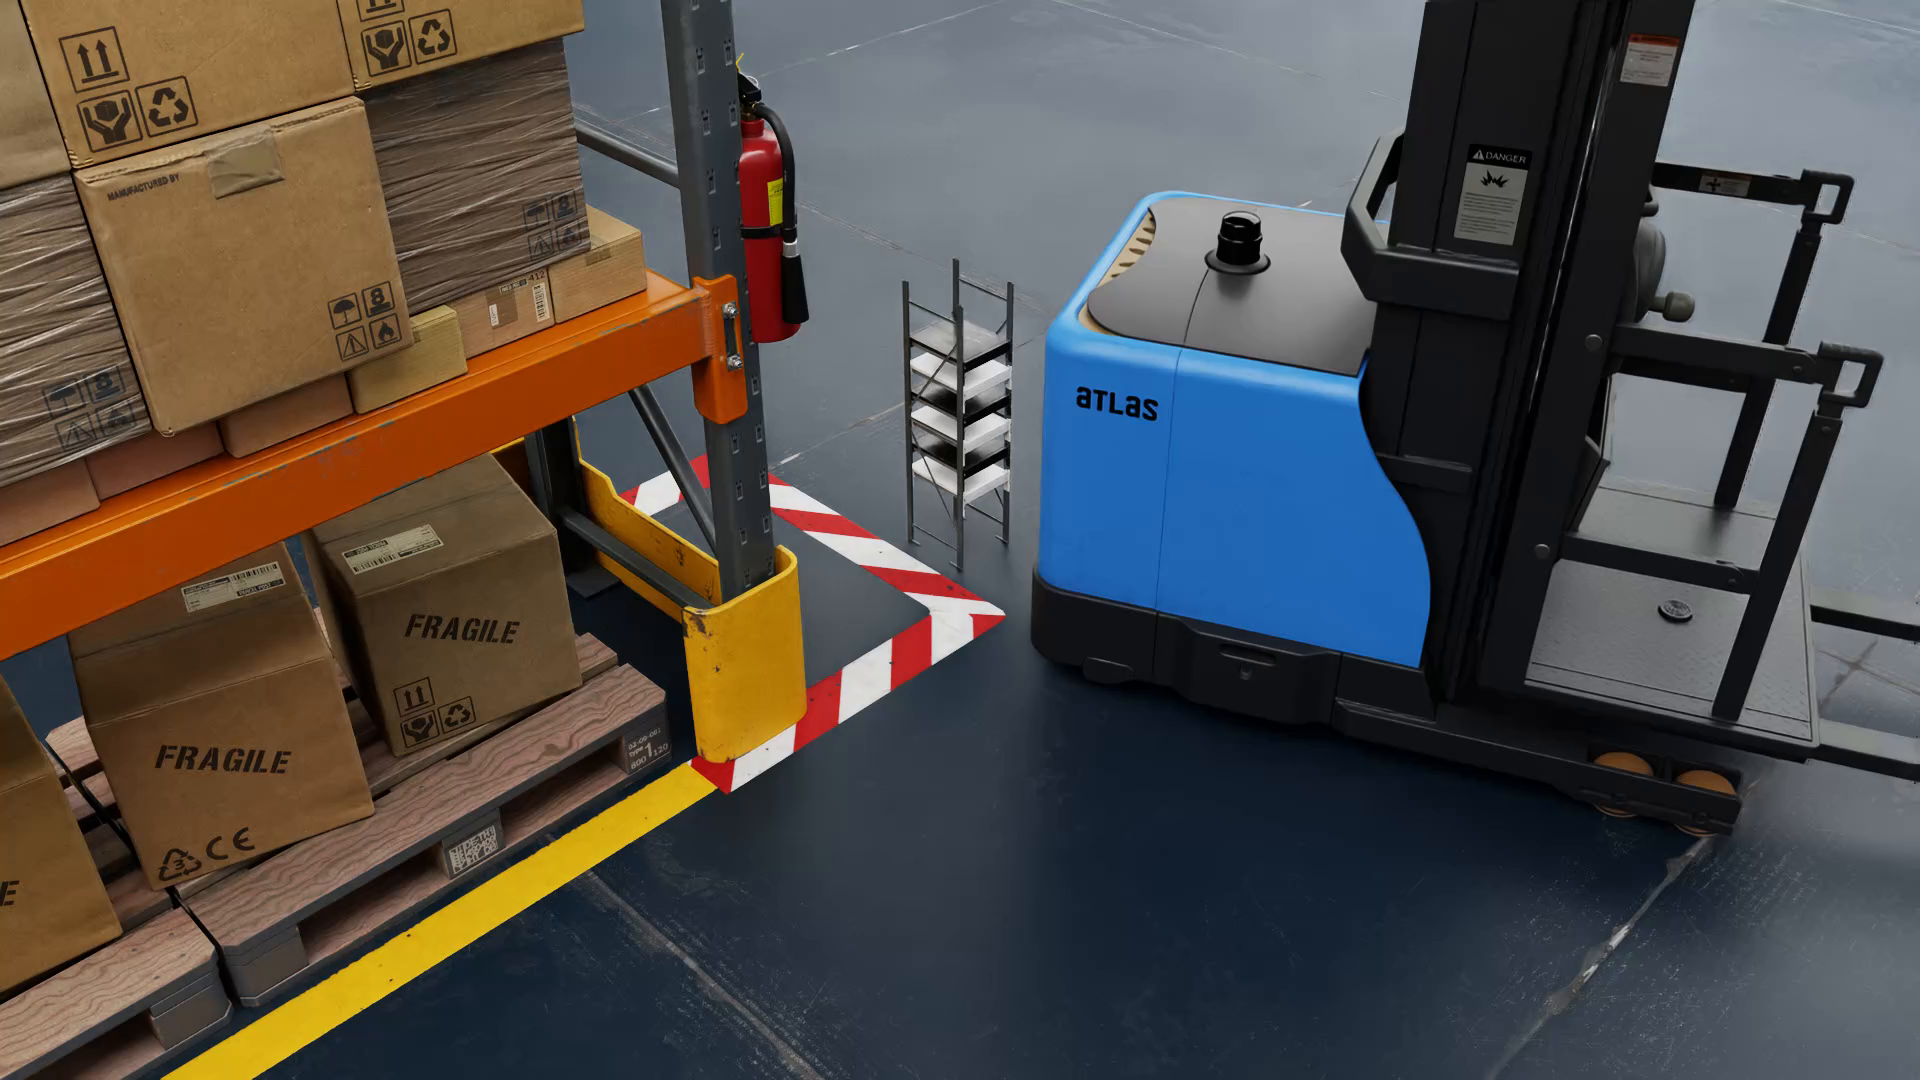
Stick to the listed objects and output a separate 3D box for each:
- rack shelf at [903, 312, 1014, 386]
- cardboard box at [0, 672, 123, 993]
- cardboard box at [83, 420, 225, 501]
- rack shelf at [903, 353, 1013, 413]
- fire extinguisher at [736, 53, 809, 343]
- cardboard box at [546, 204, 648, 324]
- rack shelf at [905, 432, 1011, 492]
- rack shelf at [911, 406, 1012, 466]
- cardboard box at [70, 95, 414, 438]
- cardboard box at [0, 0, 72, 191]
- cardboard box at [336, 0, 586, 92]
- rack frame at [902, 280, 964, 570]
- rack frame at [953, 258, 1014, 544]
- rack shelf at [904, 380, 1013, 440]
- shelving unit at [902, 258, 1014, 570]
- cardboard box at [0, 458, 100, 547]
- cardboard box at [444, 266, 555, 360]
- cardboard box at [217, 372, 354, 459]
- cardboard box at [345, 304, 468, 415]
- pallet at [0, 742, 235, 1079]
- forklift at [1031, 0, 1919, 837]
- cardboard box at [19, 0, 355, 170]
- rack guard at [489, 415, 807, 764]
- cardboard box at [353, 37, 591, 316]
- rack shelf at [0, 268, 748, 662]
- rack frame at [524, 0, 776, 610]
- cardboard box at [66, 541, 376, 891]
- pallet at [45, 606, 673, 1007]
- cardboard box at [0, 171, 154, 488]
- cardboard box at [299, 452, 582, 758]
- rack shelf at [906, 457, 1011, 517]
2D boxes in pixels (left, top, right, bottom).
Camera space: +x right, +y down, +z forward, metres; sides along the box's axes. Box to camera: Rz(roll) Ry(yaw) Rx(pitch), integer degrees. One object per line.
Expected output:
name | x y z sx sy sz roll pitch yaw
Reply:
rack shelf | -0.006 -0.560 4.852 0.258 0.077 0.200 30 45 35
cardboard box | -2.179 0.643 3.523 0.500 0.500 0.500 -25 42 -32
cardboard box | -1.639 -0.254 3.212 0.380 0.149 0.250 30 45 35
rack shelf | -0.006 -0.486 4.904 0.258 0.077 0.200 30 45 35
fire extinguisher | -0.468 -0.788 3.826 0.296 0.674 0.183 30 45 35
cardboard box | -0.930 -0.657 3.790 0.380 0.149 0.250 30 45 35
rack shelf | -0.006 -0.265 5.058 0.258 0.077 0.200 30 45 35
rack shelf | -0.006 -0.338 5.007 0.258 0.077 0.200 30 45 35
cardboard box | -1.550 -0.659 3.225 0.875 0.500 0.500 30 45 35
cardboard box | -1.791 -0.802 2.557 0.500 0.500 0.500 30 45 35
cardboard box | -1.088 -1.210 3.141 0.500 0.500 0.500 30 45 35
rack frame | -0.077 -0.325 4.929 0.240 0.900 0.006 30 45 35
rack frame | 0.066 -0.407 5.047 0.240 0.900 0.006 30 45 35
rack shelf | -0.006 -0.412 4.955 0.258 0.077 0.200 30 45 35
shelving unit | -0.006 -0.366 4.988 0.258 0.900 0.210 30 45 35
cardboard box | -1.799 -0.143 3.053 0.380 0.149 0.250 30 45 35
cardboard box | -1.107 -0.556 3.645 0.380 0.149 0.250 30 45 35
cardboard box | -1.434 -0.339 3.333 0.380 0.149 0.250 30 45 35
cardboard box | -1.247 -0.434 3.470 0.380 0.149 0.250 30 45 35
pallet | -2.387 1.024 3.598 1.003 0.211 1.213 30 45 35
forklift | 1.772 -0.802 3.837 3.031 2.935 1.130 12 37 17
cardboard box | -1.436 -1.004 2.846 0.500 0.500 0.500 30 45 35
rack guard | -0.930 0.097 4.674 1.175 0.500 0.348 30 45 35
cardboard box | -1.283 -0.910 3.585 0.875 0.500 0.500 30 45 35
rack shelf | -2.285 0.148 3.045 1.077 0.370 4.000 30 45 35
rack frame | -0.876 -0.959 4.003 1.000 3.000 0.127 30 45 35
cardboard box | -1.725 0.397 3.877 0.500 0.500 0.500 -18 39 -24
pallet | -1.527 0.531 4.304 1.003 0.211 1.213 30 45 35
cardboard box | -1.933 -0.473 2.959 0.875 0.500 0.500 30 45 35
cardboard box | -1.328 0.140 4.245 0.500 0.500 0.500 -21 40 -28
rack shelf | -0.006 -0.191 5.110 0.258 0.077 0.200 30 45 35
